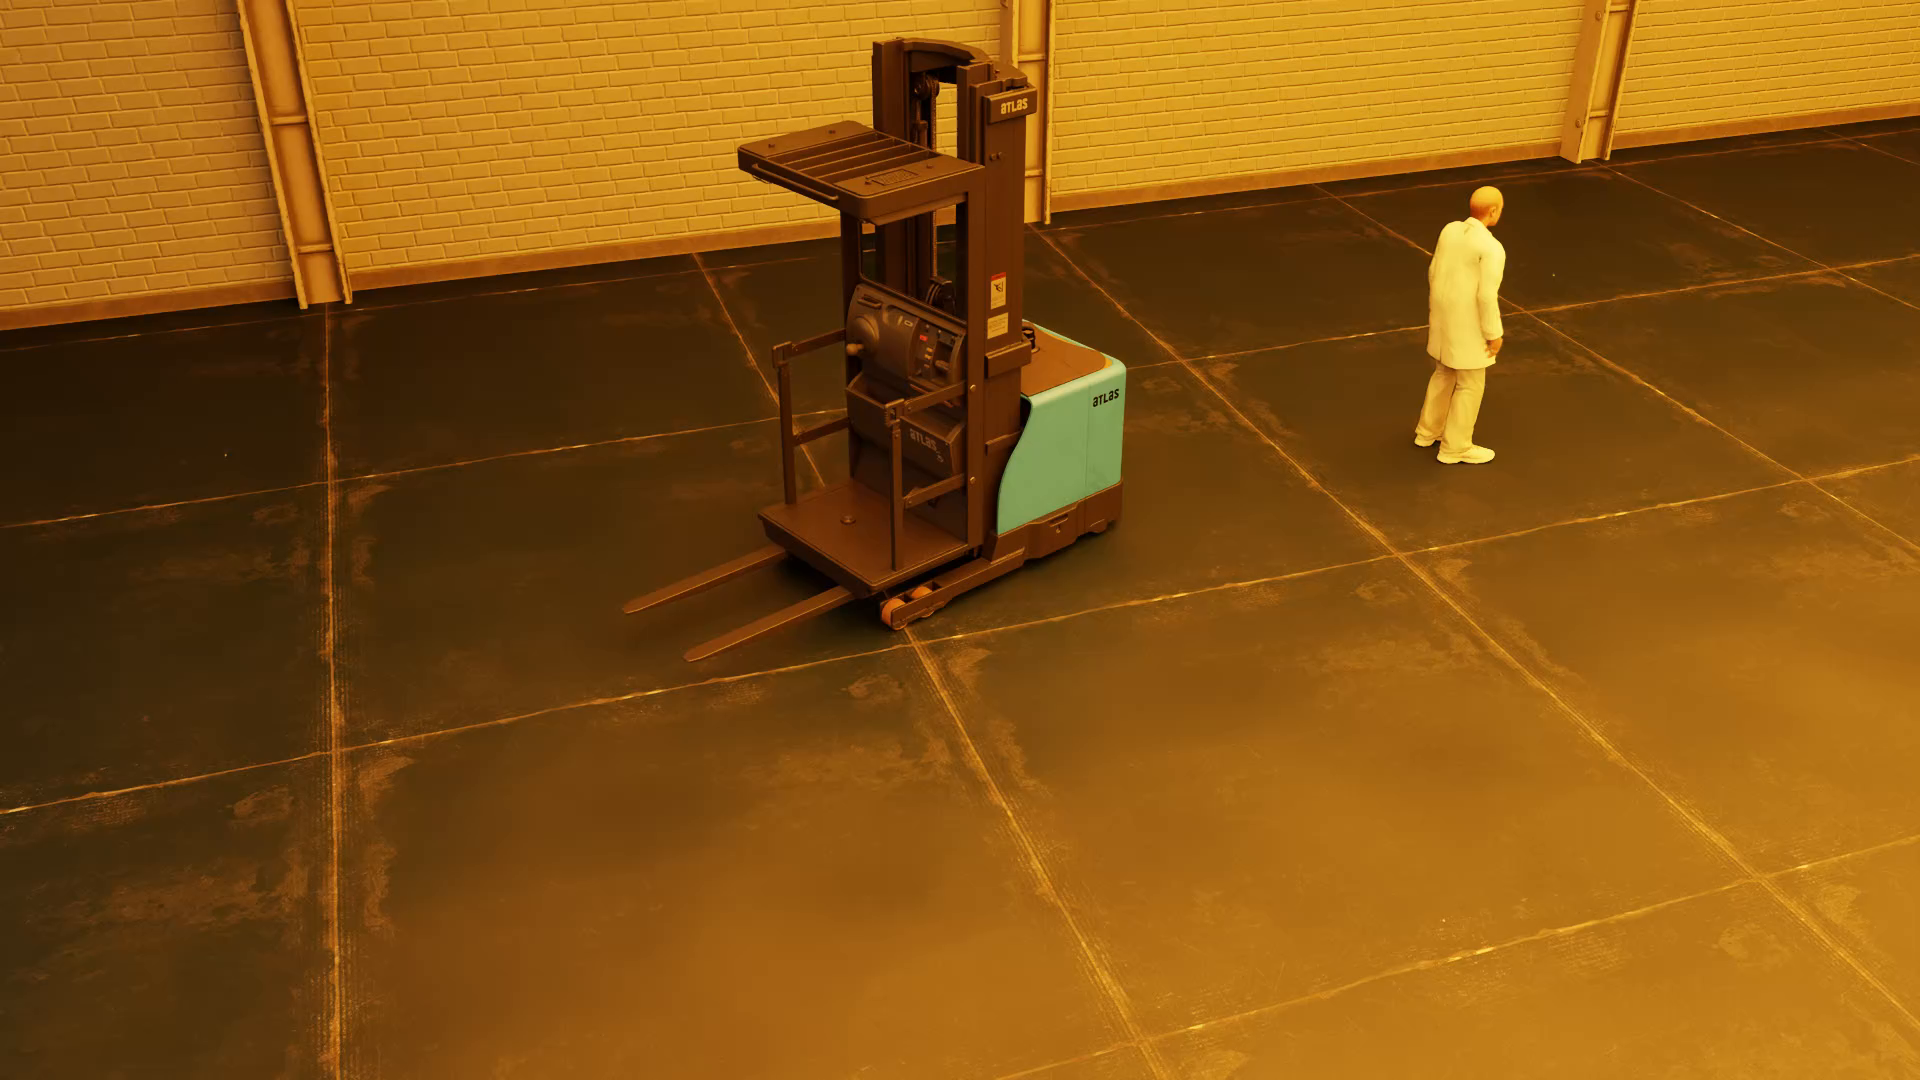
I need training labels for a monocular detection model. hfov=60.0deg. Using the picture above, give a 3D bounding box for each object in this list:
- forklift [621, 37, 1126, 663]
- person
[{"bbox_3d":[-0.461,-1.072,8.951,3.031,2.935,1.130,-23,37,-34],"label":"forklift"},{"bbox_3d":[3.227,-1.389,10.660,0.425,1.775,0.656,-11,32,-19],"label":"person"}]
